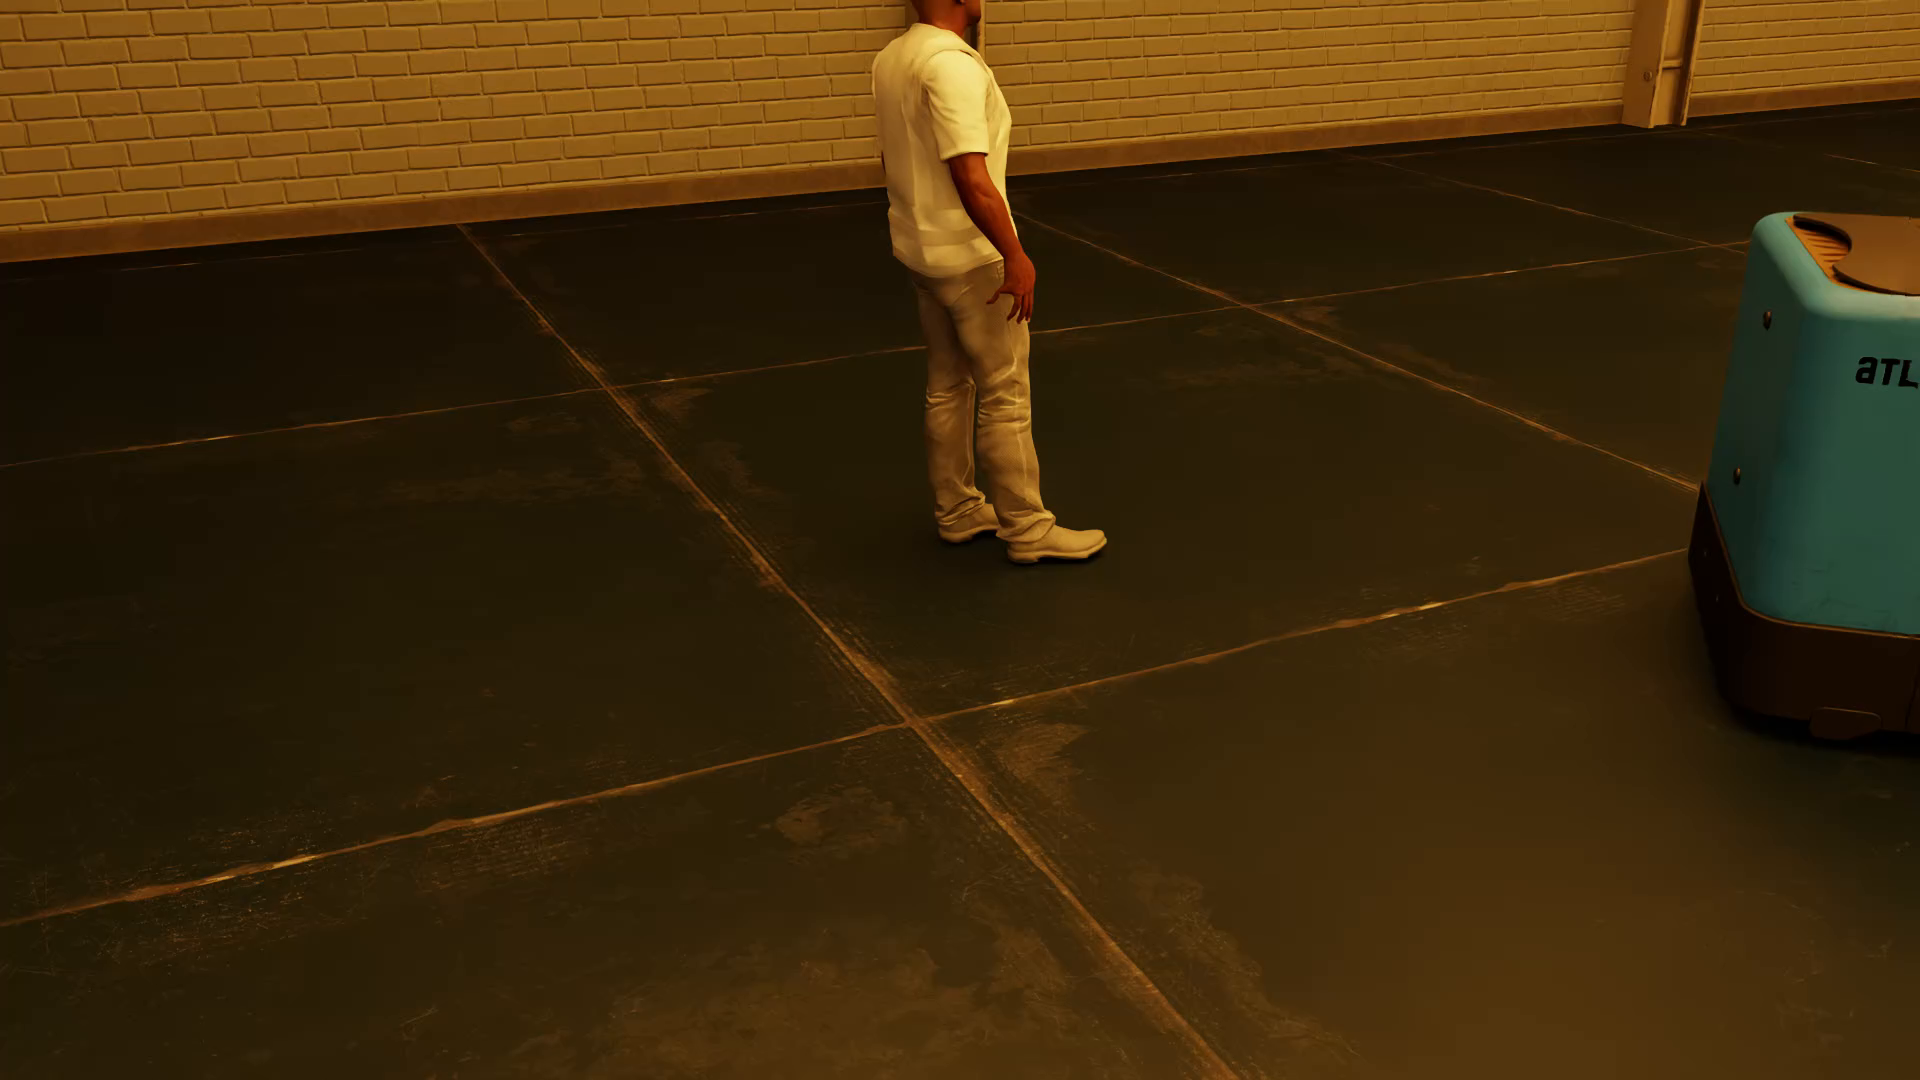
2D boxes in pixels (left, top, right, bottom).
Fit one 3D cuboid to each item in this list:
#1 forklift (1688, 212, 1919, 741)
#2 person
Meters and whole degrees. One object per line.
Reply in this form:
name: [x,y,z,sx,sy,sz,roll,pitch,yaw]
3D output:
forklift: [3.420,-0.907,3.469,3.031,2.935,1.130,7,23,16]
person: [0.065,-0.832,4.787,0.577,1.765,0.666,-10,25,-23]
